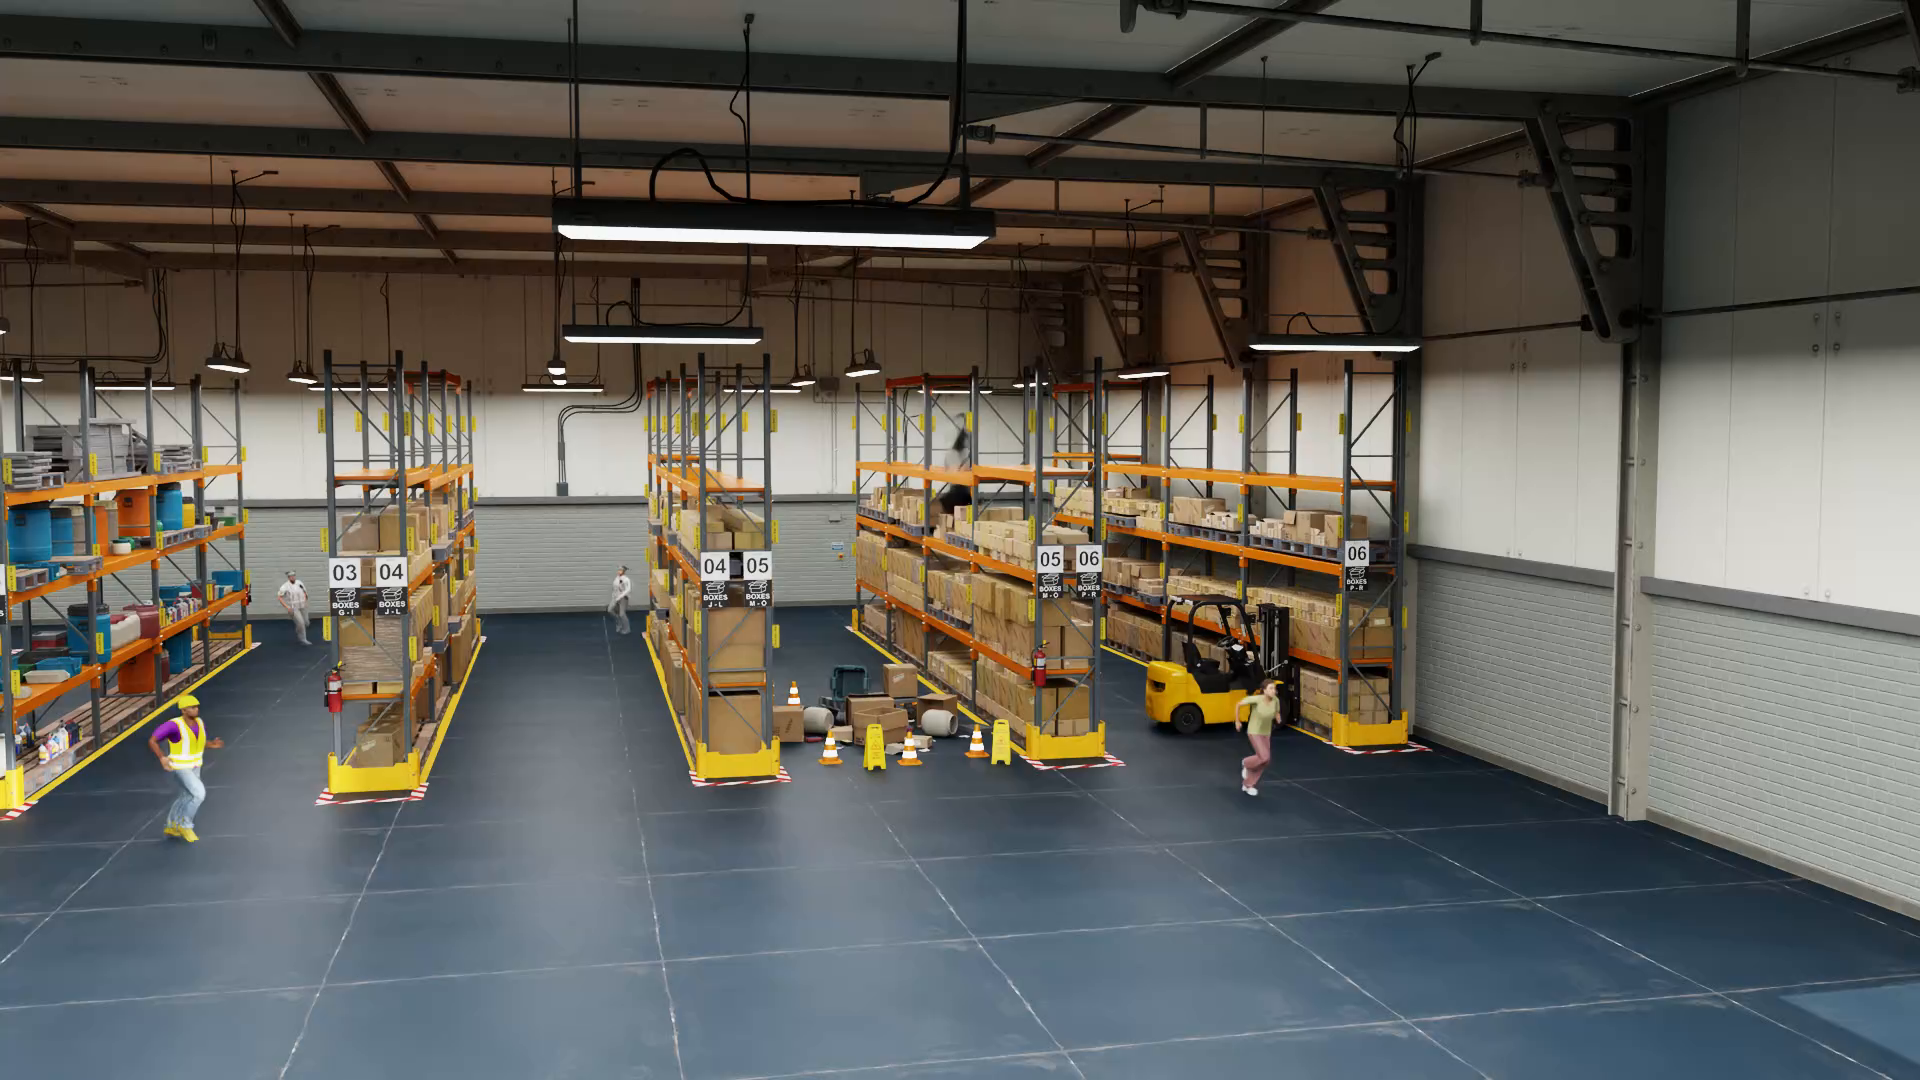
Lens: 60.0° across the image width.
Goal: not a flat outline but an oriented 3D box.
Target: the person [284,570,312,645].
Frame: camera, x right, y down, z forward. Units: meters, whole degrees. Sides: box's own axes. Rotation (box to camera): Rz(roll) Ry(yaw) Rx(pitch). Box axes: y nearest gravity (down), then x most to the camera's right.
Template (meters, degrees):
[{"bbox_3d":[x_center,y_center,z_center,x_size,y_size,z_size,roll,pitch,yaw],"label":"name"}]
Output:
[{"bbox_3d":[-15.061,1.517,37.748,0.677,1.729,0.622,3,5,41],"label":"person"}]

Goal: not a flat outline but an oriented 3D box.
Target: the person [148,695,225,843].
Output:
[{"bbox_3d":[-9.262,2.754,19.945,0.767,1.788,0.697,1,4,14],"label":"person"}]

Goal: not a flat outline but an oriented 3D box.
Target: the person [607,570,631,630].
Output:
[{"bbox_3d":[-8.139,1.396,39.701,0.636,1.538,0.527,3,5,40],"label":"person"}]

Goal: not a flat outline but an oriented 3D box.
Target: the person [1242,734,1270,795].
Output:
[{"bbox_3d":[4.056,2.963,22.511,0.346,0.965,0.542,-2,5,-31],"label":"person"}]
